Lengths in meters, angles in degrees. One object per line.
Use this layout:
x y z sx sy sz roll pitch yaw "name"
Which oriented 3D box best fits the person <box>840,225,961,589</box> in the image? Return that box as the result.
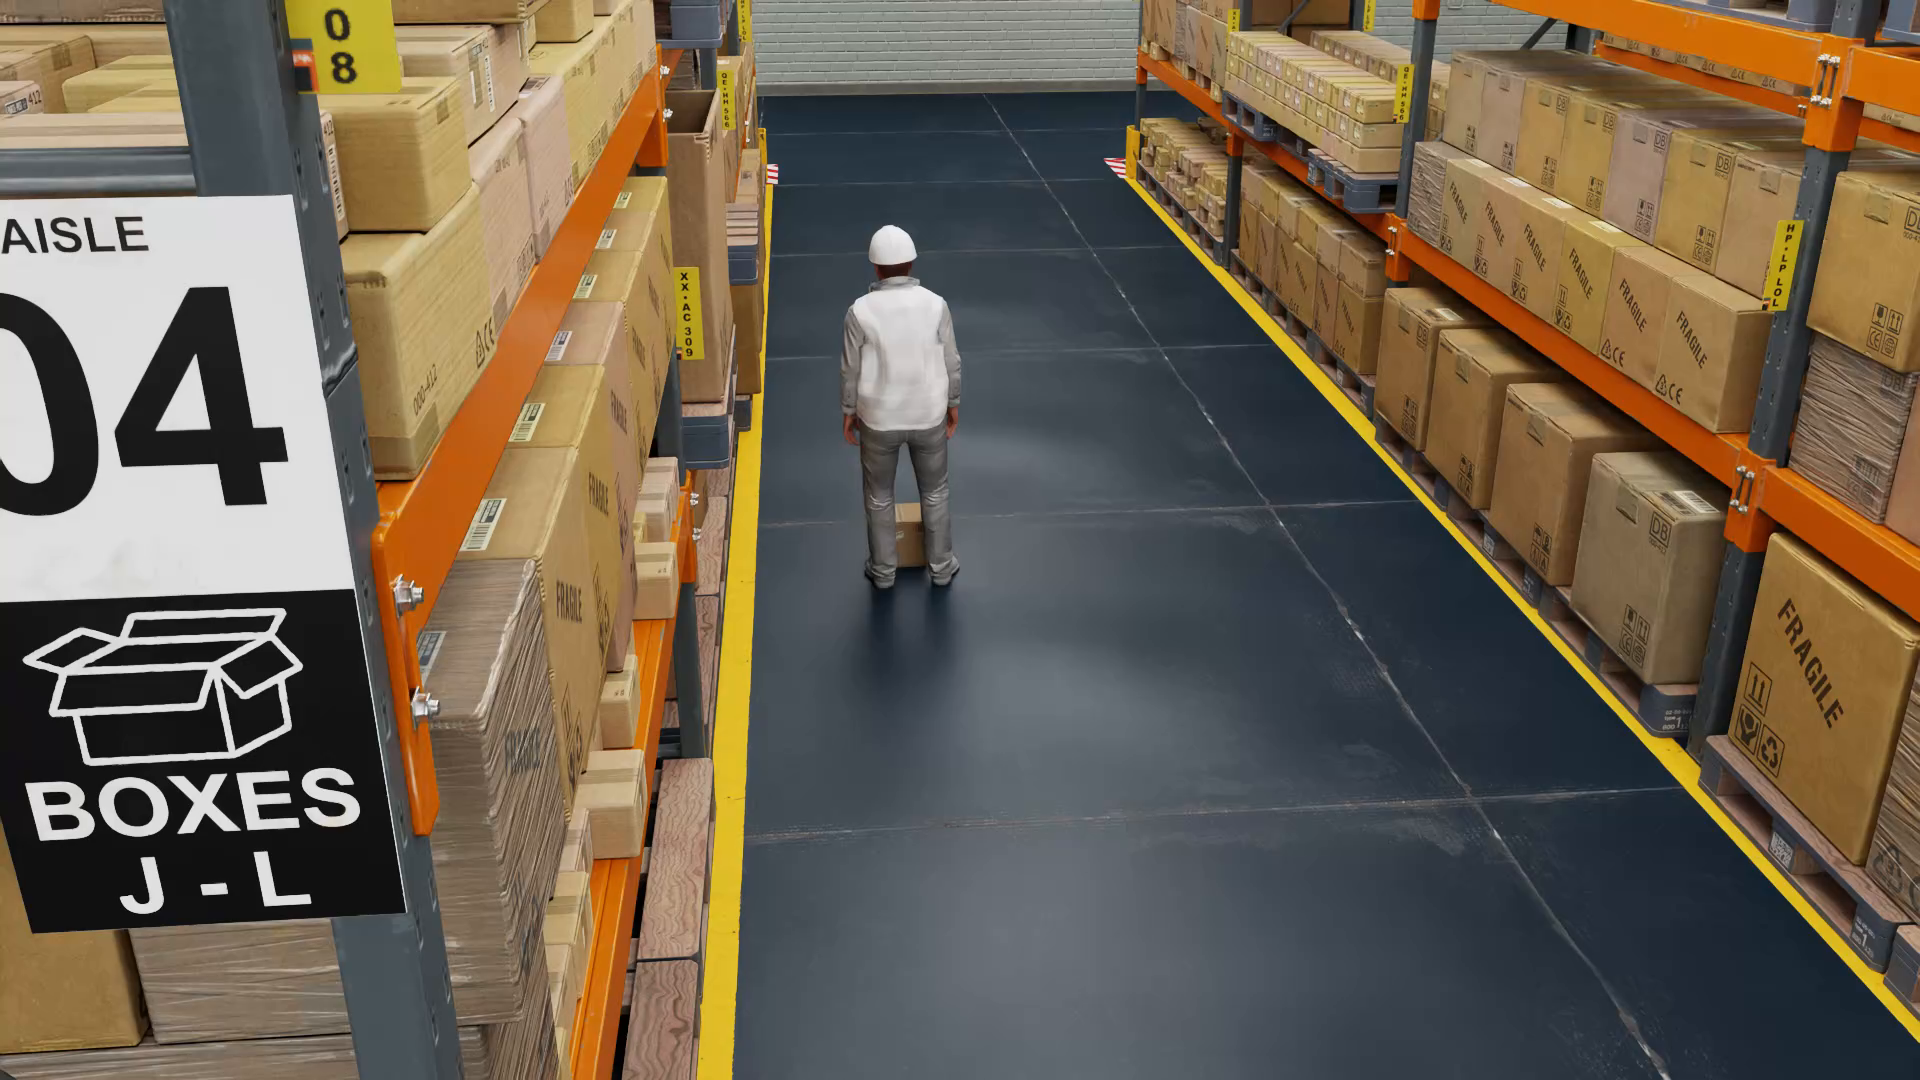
-0.282 -0.616 7.980 0.590 1.770 0.465 -4 24 -8 "person"
